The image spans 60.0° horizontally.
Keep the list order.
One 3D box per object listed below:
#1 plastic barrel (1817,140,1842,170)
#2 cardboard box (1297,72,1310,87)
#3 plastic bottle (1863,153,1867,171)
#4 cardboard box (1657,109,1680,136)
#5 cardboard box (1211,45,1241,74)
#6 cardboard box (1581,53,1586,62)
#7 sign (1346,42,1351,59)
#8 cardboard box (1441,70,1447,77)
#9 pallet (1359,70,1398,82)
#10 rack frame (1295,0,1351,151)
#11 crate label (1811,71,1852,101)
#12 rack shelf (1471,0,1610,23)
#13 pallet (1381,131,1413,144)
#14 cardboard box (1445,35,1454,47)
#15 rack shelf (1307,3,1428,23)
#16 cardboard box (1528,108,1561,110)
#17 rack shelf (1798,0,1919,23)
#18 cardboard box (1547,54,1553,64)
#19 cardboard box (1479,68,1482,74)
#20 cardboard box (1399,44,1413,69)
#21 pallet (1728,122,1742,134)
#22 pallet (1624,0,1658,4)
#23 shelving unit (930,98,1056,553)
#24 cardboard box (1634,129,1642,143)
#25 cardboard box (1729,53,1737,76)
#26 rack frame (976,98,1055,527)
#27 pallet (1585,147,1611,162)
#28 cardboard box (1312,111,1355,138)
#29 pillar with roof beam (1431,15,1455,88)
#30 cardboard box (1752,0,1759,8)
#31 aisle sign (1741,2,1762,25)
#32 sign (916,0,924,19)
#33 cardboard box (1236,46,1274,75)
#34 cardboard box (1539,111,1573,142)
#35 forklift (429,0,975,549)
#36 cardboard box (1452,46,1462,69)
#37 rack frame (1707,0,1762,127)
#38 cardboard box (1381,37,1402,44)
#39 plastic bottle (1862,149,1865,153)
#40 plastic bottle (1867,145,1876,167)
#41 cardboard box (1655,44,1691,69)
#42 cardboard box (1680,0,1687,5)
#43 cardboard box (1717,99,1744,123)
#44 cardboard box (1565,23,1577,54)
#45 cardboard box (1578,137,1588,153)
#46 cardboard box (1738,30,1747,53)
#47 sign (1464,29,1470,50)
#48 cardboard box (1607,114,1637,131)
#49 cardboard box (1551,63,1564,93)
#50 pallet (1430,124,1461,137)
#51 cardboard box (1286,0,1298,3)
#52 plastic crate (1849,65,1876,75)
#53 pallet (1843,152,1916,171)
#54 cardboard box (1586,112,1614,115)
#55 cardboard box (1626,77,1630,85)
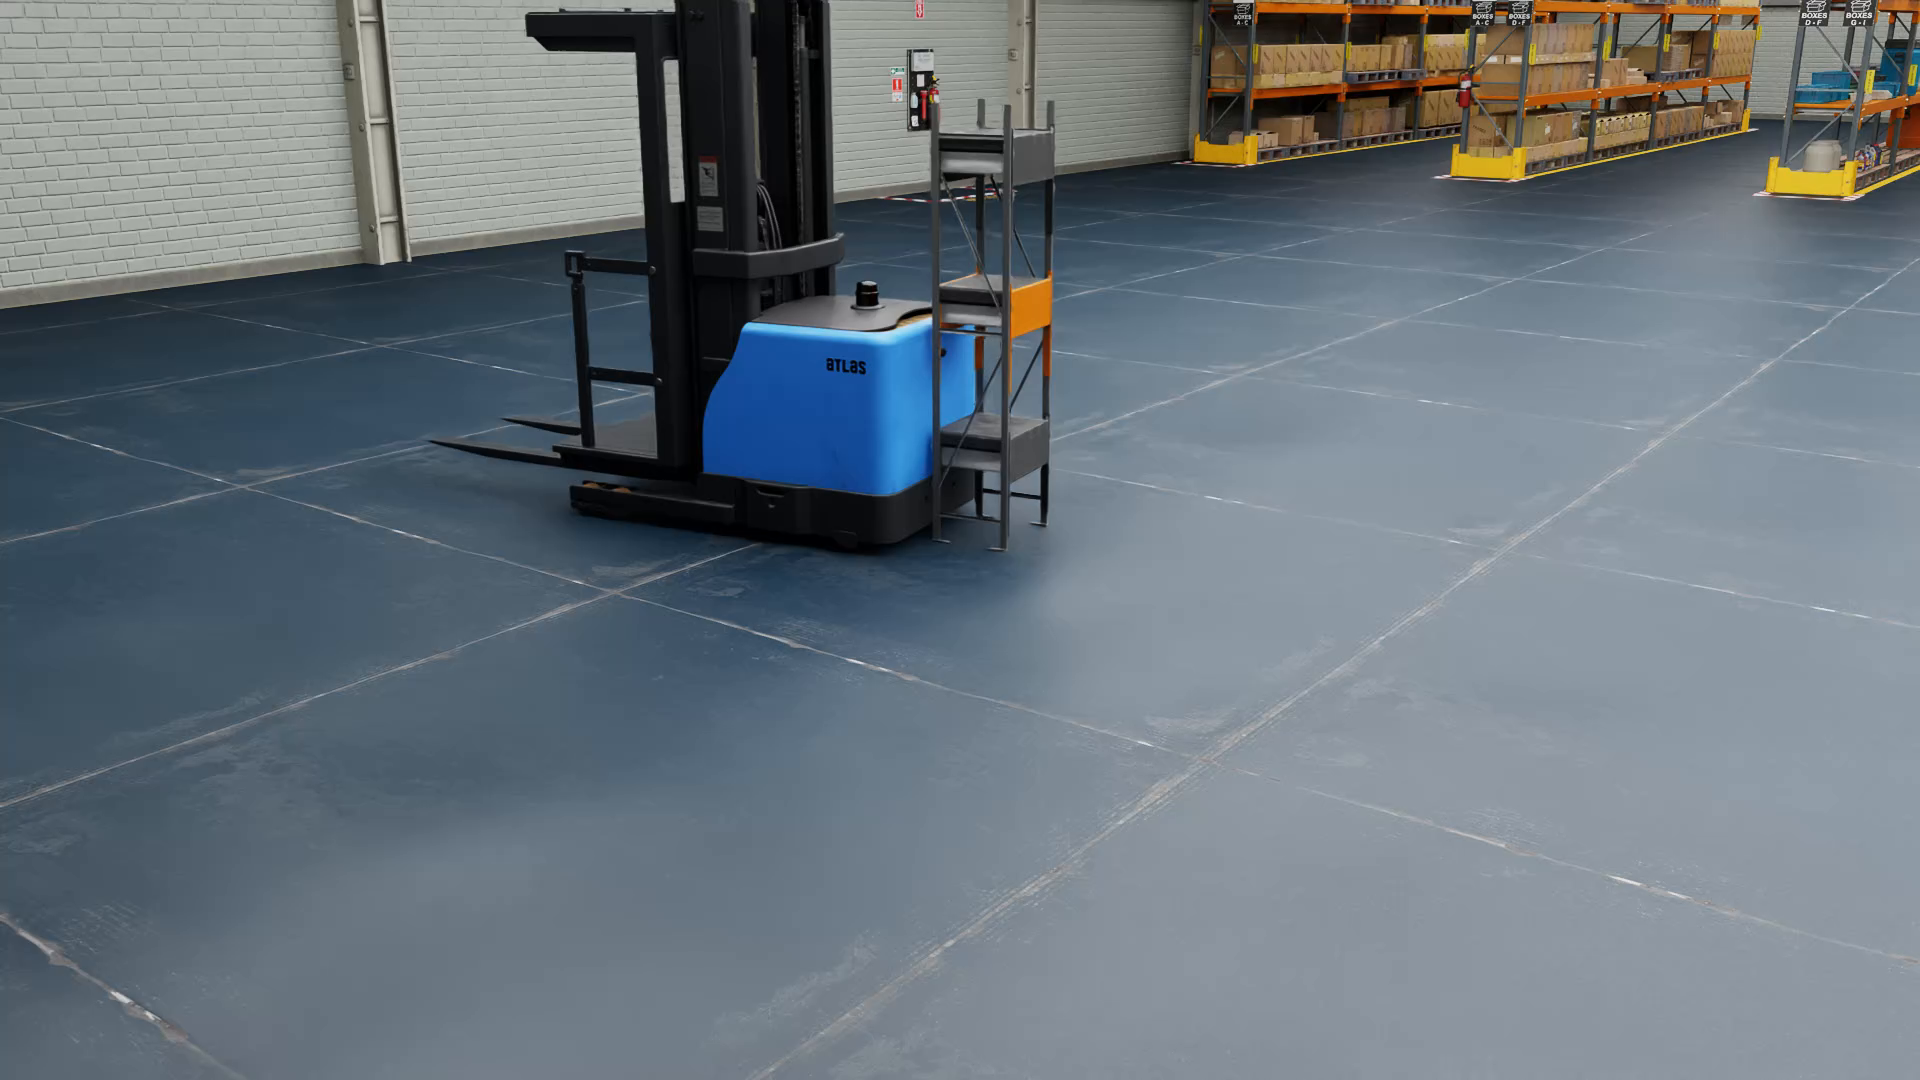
[{"bbox_3d":[13.434,-5.942,25.809,0.421,0.512,0.421,0,17,0],"label":"plastic barrel"},{"bbox_3d":[6.303,-8.756,31.600,0.500,0.250,0.500,13,21,35],"label":"cardboard box"},{"bbox_3d":[14.285,-5.981,26.283,0.061,0.283,0.133,13,21,36],"label":"plastic bottle"},{"bbox_3d":[14.706,-8.741,34.805,0.500,0.500,0.500,12,21,34],"label":"cardboard box"},{"bbox_3d":[4.958,-8.837,30.597,0.500,0.500,0.500,12,21,34],"label":"cardboard box"},{"bbox_3d":[10.919,-8.603,29.626,0.380,0.149,0.250,12,21,33],"label":"cardboard box"},{"bbox_3d":[7.672,-9.663,32.843,0.100,0.325,0.005,12,21,35],"label":"sign"},{"bbox_3d":[10.741,-10.535,37.500,0.380,0.149,0.250,13,21,36],"label":"cardboard box"},{"bbox_3d":[8.468,-9.726,34.829,1.003,0.211,1.213,12,21,35],"label":"pallet"},{"bbox_3d":[7.231,-9.344,33.275,1.000,3.000,0.127,12,21,35],"label":"rack frame"},{"bbox_3d":[13.684,-7.143,26.130,0.502,0.435,0.616,12,21,35],"label":"crate label"},{"bbox_3d":[10.020,-9.082,28.587,1.077,0.370,4.000,12,21,35],"label":"rack shelf"},{"bbox_3d":[9.148,-8.779,36.158,1.003,0.211,1.213,12,21,35],"label":"pallet"},{"bbox_3d":[10.707,-11.164,37.169,0.500,0.250,0.500,13,21,35],"label":"cardboard box"},{"bbox_3d":[8.423,-10.909,34.470,1.077,0.370,4.000,12,21,35],"label":"rack shelf"},{"bbox_3d":[10.684,-7.660,30.515,0.500,0.500,0.500,12,21,35],"label":"cardboard box"},{"bbox_3d":[13.996,-8.206,25.765,1.077,0.370,4.000,12,21,35],"label":"rack shelf"},{"bbox_3d":[9.849,-8.176,28.251,0.380,0.149,0.250,12,21,33],"label":"cardboard box"},{"bbox_3d":[12.024,-11.008,39.024,0.380,0.149,0.250,13,21,35],"label":"cardboard box"},{"bbox_3d":[9.343,-10.441,35.896,0.700,0.500,0.500,10,20,28],"label":"cardboard box"},{"bbox_3d":[17.843,-9.787,39.406,1.003,0.211,1.213,12,21,35],"label":"pallet"},{"bbox_3d":[12.599,-10.320,31.679,1.003,0.211,1.213,14,22,37],"label":"pallet"},{"bbox_3d":[0.158,-1.034,8.031,0.431,2.100,0.503,8,19,25],"label":"shelving unit"},{"bbox_3d":[13.174,-8.018,32.932,0.500,0.250,0.500,12,21,34],"label":"cardboard box"},{"bbox_3d":[17.405,-10.858,37.983,0.500,0.500,0.500,12,21,34],"label":"cardboard box"},{"bbox_3d":[0.266,-1.098,8.240,0.400,2.100,0.015,8,19,25],"label":"rack frame"},{"bbox_3d":[11.620,-7.320,31.459,1.003,0.211,1.213,12,21,35],"label":"pallet"},{"bbox_3d":[7.657,-8.538,34.154,0.700,0.500,0.500,13,22,37],"label":"cardboard box"},{"bbox_3d":[15.178,-13.673,37.100,9.100,9.000,0.400,12,21,35],"label":"pillar with roof beam"},{"bbox_3d":[18.268,-12.519,38.696,0.500,0.250,0.500,12,21,35],"label":"cardboard box"},{"bbox_3d":[18.649,-12.531,39.155,0.394,0.787,0.004,12,21,35],"label":"aisle sign"},{"bbox_3d":[-0.592,-7.822,24.467,0.001,0.298,0.199,12,21,35],"label":"sign"},{"bbox_3d":[5.374,-8.748,30.310,0.500,0.500,0.500,12,21,35],"label":"cardboard box"},{"bbox_3d":[10.509,-7.329,29.450,0.500,0.500,0.500,12,21,35],"label":"cardboard box"},{"bbox_3d":[-1.462,-1.636,8.570,3.031,2.935,1.130,8,19,25],"label":"forklift"},{"bbox_3d":[11.030,-10.933,37.688,0.500,0.500,0.500,13,22,36],"label":"cardboard box"},{"bbox_3d":[18.362,-11.327,39.662,1.000,3.000,0.127,12,21,35],"label":"rack frame"},{"bbox_3d":[9.254,-10.697,35.629,0.380,0.149,0.250,9,19,26],"label":"cardboard box"},{"bbox_3d":[14.631,-6.191,26.961,0.061,0.283,0.133,12,21,35],"label":"plastic bottle"},{"bbox_3d":[14.729,-6.211,26.912,0.144,0.351,0.185,12,21,34],"label":"plastic bottle"},{"bbox_3d":[15.517,-10.550,36.281,0.700,0.500,0.500,5,18,16],"label":"cardboard box"},{"bbox_3d":[14.442,-11.257,34.211,0.910,0.500,0.500,12,21,35],"label":"cardboard box"},{"bbox_3d":[18.236,-10.171,39.411,0.500,0.500,0.500,12,21,35],"label":"cardboard box"},{"bbox_3d":[10.354,-8.790,29.135,0.700,0.500,0.500,12,21,35],"label":"cardboard box"},{"bbox_3d":[11.111,-7.208,30.324,0.500,0.250,0.500,12,21,35],"label":"cardboard box"},{"bbox_3d":[17.712,-11.453,38.213,0.500,0.500,0.500,13,22,36],"label":"cardboard box"},{"bbox_3d":[8.401,-8.282,27.503,0.100,0.325,0.005,12,21,35],"label":"sign"},{"bbox_3d":[12.874,-8.164,32.459,0.500,0.311,0.500,12,21,34],"label":"cardboard box"},{"bbox_3d":[10.037,-8.042,28.916,0.700,0.500,0.500,13,22,36],"label":"cardboard box"},{"bbox_3d":[10.873,-9.429,38.250,1.003,0.211,1.213,12,21,35],"label":"pallet"},{"bbox_3d":[5.903,-10.162,30.650,0.500,0.500,0.500,14,22,37],"label":"cardboard box"},{"bbox_3d":[15.231,-7.793,28.173,0.402,0.464,0.583,12,21,35],"label":"plastic crate"},{"bbox_3d":[16.351,-6.747,29.615,1.003,0.211,1.213,12,21,35],"label":"pallet"},{"bbox_3d":[12.741,-8.378,33.147,0.500,0.311,0.500,12,21,33],"label":"cardboard box"},{"bbox_3d":[12.881,-8.988,32.554,0.380,0.149,0.250,14,22,39],"label":"cardboard box"}]
